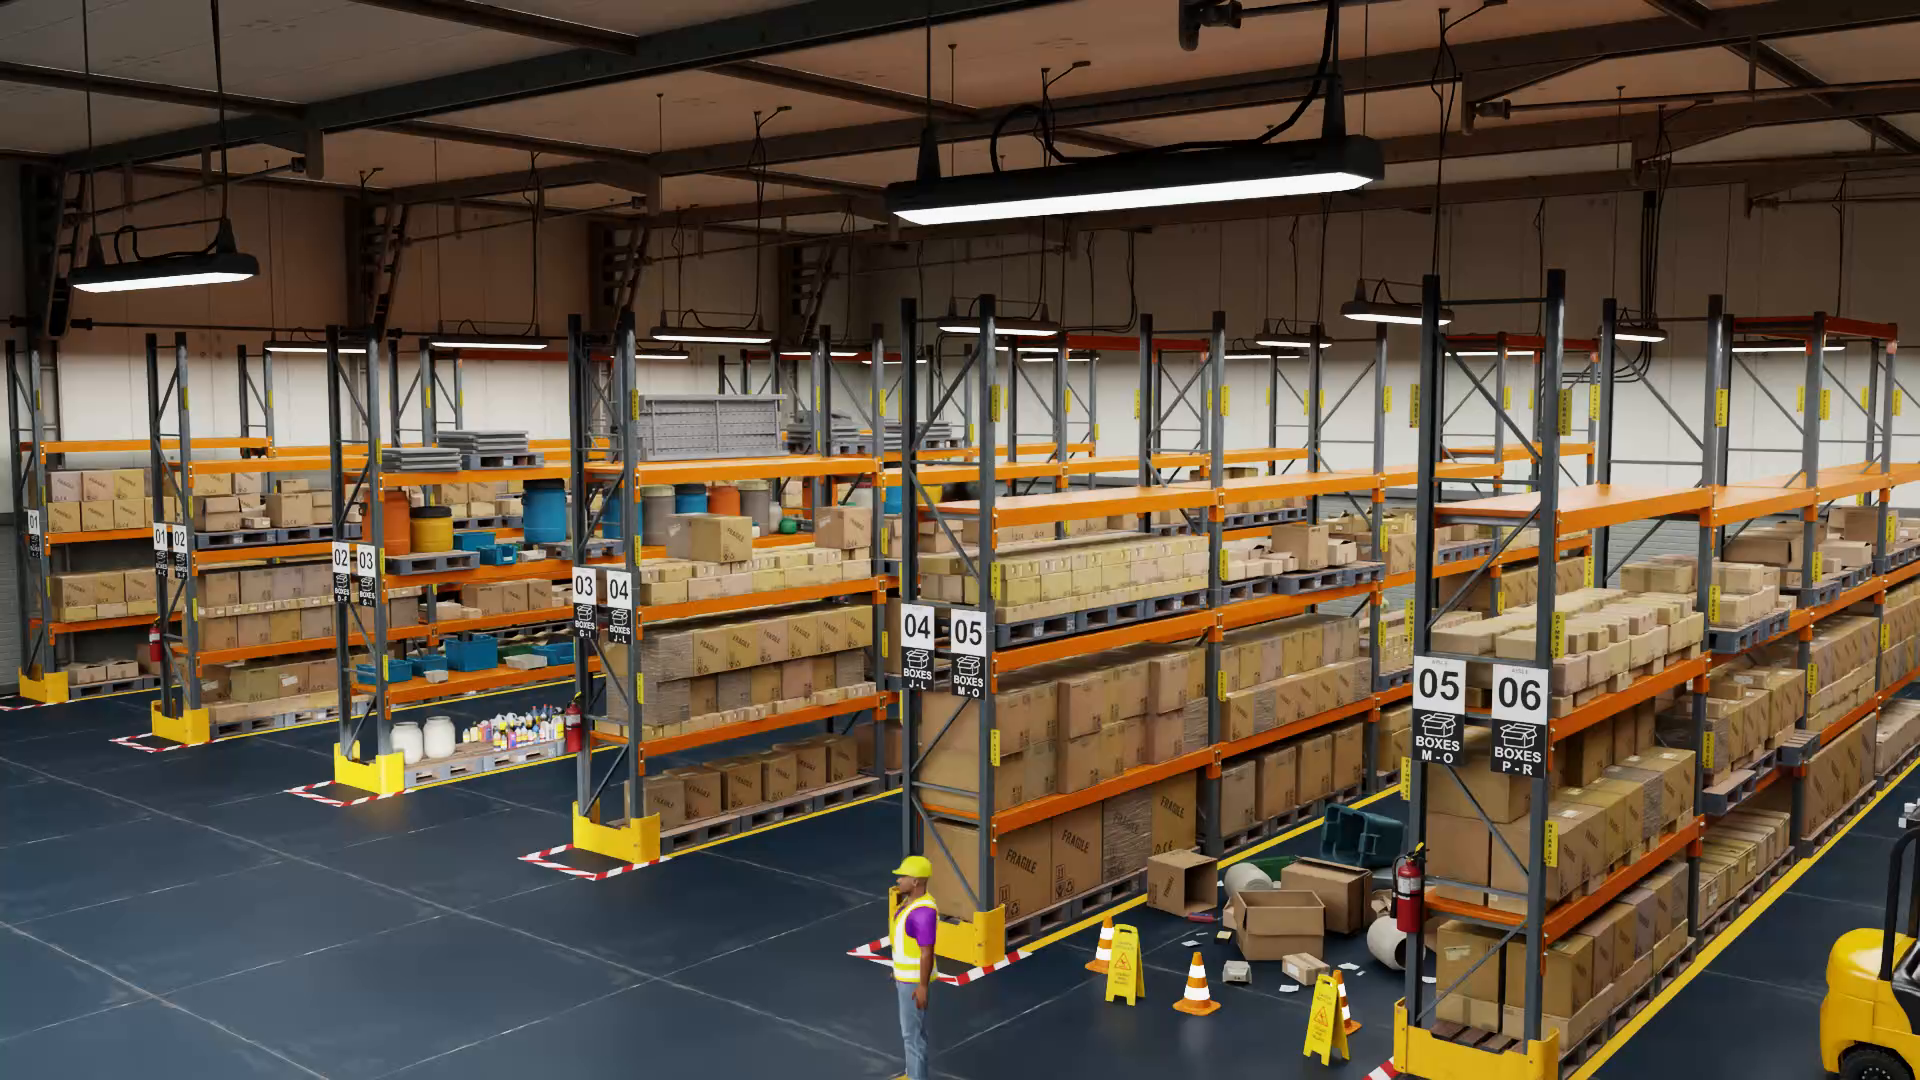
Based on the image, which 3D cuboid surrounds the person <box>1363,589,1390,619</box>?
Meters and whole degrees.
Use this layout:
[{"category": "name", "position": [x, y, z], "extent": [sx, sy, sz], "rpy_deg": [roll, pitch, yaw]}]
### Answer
[{"category": "person", "position": [7.629, 1.612, 30.488], "extent": [0.518, 1.625, 0.985], "rpy_deg": [1, 5, 14]}]

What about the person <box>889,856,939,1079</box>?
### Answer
[{"category": "person", "position": [-0.370, 3.192, 12.150], "extent": [0.410, 1.783, 0.606], "rpy_deg": [-1, 5, -7]}]
